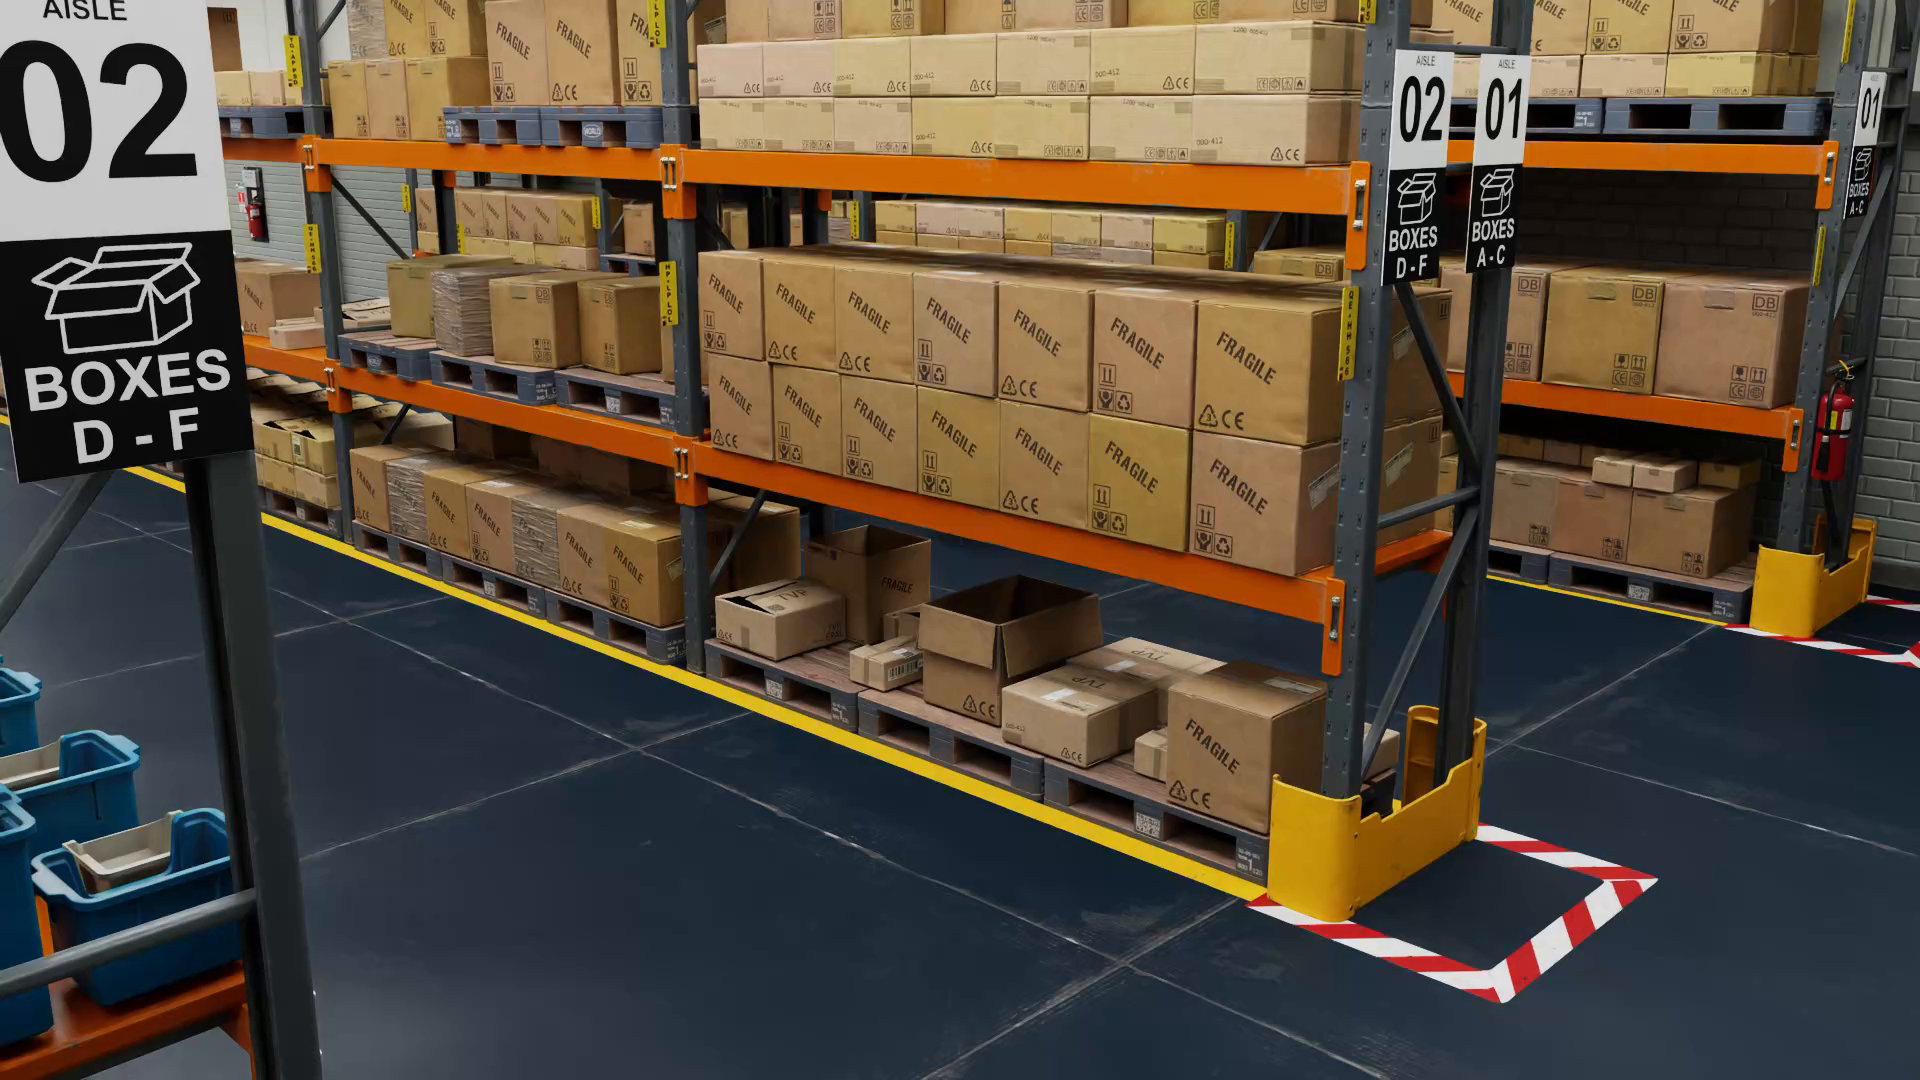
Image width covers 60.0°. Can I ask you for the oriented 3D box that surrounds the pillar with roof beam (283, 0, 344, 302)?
[{"bbox_3d":[-12.521,-7.015,21.008,0.400,9.000,9.100,14,20,42],"label":"pillar with roof beam"}]

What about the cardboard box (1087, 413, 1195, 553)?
[{"bbox_3d":[0.878,-0.276,6.846,0.500,0.500,0.500,14,20,43],"label":"cardboard box"}]

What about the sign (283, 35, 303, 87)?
[{"bbox_3d":[-4.385,-3.150,10.940,0.005,0.325,0.100,14,20,42],"label":"sign"}]

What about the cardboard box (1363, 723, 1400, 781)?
[{"bbox_3d":[1.702,0.922,7.226,0.250,0.149,0.380,14,20,42],"label":"cardboard box"}]

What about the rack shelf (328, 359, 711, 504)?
[{"bbox_3d":[-2.554,-0.811,10.522,4.000,0.370,1.077,14,20,42],"label":"rack shelf"}]

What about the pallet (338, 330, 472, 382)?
[{"bbox_3d":[-3.458,-1.310,11.392,1.003,0.211,1.213,14,20,42],"label":"pallet"}]

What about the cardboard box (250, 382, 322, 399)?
[{"bbox_3d":[-5.647,-1.157,13.930,0.500,0.311,0.500,14,20,42],"label":"cardboard box"}]

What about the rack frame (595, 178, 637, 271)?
[{"bbox_3d":[-3.438,-3.109,17.914,0.127,3.000,1.000,14,20,42],"label":"rack frame"}]

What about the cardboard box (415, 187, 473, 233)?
[{"bbox_3d":[-6.183,-3.971,19.993,0.500,0.500,0.500,14,20,42],"label":"cardboard box"}]

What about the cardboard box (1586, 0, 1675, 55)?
[{"bbox_3d":[4.131,-3.170,9.980,0.500,0.500,0.500,-14,20,-43],"label":"cardboard box"}]

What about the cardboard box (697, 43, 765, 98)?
[{"bbox_3d":[-0.937,-2.300,8.166,0.500,0.250,0.500,14,20,42],"label":"cardboard box"}]

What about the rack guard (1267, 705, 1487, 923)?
[{"bbox_3d":[1.710,1.087,6.767,0.348,0.500,1.175,14,20,42],"label":"rack guard"}]

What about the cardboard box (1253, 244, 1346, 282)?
[{"bbox_3d":[2.700,-1.756,12.127,0.700,0.700,0.980,14,20,43],"label":"cardboard box"}]

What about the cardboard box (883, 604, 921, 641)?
[{"bbox_3d":[-0.196,0.461,8.996,0.250,0.149,0.380,14,20,42],"label":"cardboard box"}]

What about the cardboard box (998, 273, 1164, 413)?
[{"bbox_3d":[0.513,-0.847,7.053,0.500,0.500,0.500,-14,20,-43],"label":"cardboard box"}]

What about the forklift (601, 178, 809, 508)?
[{"bbox_3d":[-2.135,-1.899,13.408,3.031,2.935,1.130,13,19,40],"label":"forklift"}]

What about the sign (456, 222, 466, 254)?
[{"bbox_3d":[-3.624,-2.131,12.023,0.005,0.325,0.100,14,20,42],"label":"sign"}]

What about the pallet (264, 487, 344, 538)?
[{"bbox_3d":[-4.560,-0.311,12.706,1.213,0.211,1.003,14,20,42],"label":"pallet"}]

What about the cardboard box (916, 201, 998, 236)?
[{"bbox_3d":[-0.023,-2.753,14.235,0.500,0.250,0.500,13,20,41],"label":"cardboard box"}]

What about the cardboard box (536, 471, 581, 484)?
[{"bbox_3d":[-2.404,-0.210,10.873,0.500,0.500,0.500,13,19,40],"label":"cardboard box"}]

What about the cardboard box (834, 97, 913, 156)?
[{"bbox_3d":[-0.220,-1.882,7.554,0.500,0.250,0.500,14,20,42],"label":"cardboard box"}]

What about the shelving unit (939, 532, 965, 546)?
[{"bbox_3d":[0.006,-0.434,11.813,0.210,0.900,0.258,14,20,42],"label":"shelving unit"}]

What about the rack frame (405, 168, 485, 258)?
[{"bbox_3d":[-6.318,-3.809,20.601,0.127,3.000,1.000,14,20,42],"label":"rack frame"}]

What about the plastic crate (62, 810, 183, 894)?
[{"bbox_3d":[-1.799,0.714,3.647,0.298,0.136,0.250,14,20,42],"label":"plastic crate"}]

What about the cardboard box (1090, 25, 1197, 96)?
[{"bbox_3d":[0.858,-1.861,6.482,0.500,0.250,0.500,14,20,42],"label":"cardboard box"}]

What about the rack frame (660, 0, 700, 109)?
[{"bbox_3d":[-1.115,-3.712,8.331,0.127,3.000,1.000,14,20,42],"label":"rack frame"}]

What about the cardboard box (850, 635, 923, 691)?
[{"bbox_3d":[-0.333,0.612,8.383,0.250,0.166,0.380,14,20,42],"label":"cardboard box"}]

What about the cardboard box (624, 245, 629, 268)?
[{"bbox_3d":[-3.628,-3.167,18.396,0.500,0.250,0.500,14,20,43],"label":"cardboard box"}]

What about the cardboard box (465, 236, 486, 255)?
[{"bbox_3d":[-5.440,-3.424,19.383,0.500,0.250,0.500,13,20,41],"label":"cardboard box"}]

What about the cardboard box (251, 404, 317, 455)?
[{"bbox_3d":[-5.282,-0.879,12.863,0.500,0.311,0.500,13,20,42],"label":"cardboard box"}]

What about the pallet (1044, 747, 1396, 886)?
[{"bbox_3d":[1.135,1.088,7.338,1.213,0.211,1.003,14,20,42],"label":"pallet"}]

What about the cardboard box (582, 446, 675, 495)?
[{"bbox_3d":[-2.014,-0.479,10.419,0.500,0.250,0.500,14,20,42],"label":"cardboard box"}]

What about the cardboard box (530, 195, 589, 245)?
[{"bbox_3d":[-4.356,-3.522,18.270,0.500,0.500,0.500,14,20,42],"label":"cardboard box"}]

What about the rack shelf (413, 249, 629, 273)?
[{"bbox_3d":[-4.878,-3.111,19.348,4.000,0.370,1.077,14,20,42],"label":"rack shelf"}]

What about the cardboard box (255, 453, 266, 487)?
[{"bbox_3d":[-5.276,-0.608,12.935,0.500,0.250,0.500,-14,20,-43],"label":"cardboard box"}]

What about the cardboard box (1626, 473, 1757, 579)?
[{"bbox_3d":[4.627,-0.107,10.517,0.500,0.500,0.700,14,20,42],"label":"cardboard box"}]

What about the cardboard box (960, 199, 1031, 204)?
[{"bbox_3d":[0.318,-2.850,14.606,0.500,0.250,0.500,13,19,40],"label":"cardboard box"}]

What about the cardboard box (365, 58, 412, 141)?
[{"bbox_3d":[-3.290,-2.849,10.771,0.500,0.500,0.910,14,20,42],"label":"cardboard box"}]

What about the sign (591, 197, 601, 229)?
[{"bbox_3d":[-3.809,-3.428,17.422,0.005,0.325,0.100,14,20,42],"label":"sign"}]

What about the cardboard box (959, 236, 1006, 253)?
[{"bbox_3d":[0.341,-2.299,13.978,0.500,0.500,0.500,14,20,42],"label":"cardboard box"}]

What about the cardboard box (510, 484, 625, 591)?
[{"bbox_3d":[-2.380,-0.022,10.154,0.500,0.500,0.500,14,20,43],"label":"cardboard box"}]

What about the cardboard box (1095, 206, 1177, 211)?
[{"bbox_3d":[1.425,-2.579,13.564,0.500,0.250,0.500,13,19,40],"label":"cardboard box"}]

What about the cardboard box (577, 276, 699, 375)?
[{"bbox_3d":[-1.840,-1.293,9.914,0.700,0.500,0.500,-11,18,-35],"label":"cardboard box"}]

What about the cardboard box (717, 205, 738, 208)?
[{"bbox_3d":[-2.698,-3.176,17.100,0.700,0.500,0.500,-12,19,-39],"label":"cardboard box"}]

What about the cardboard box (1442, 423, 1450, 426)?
[{"bbox_3d":[3.574,-0.746,11.684,0.250,0.149,0.380,14,20,43],"label":"cardboard box"}]

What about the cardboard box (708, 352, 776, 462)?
[{"bbox_3d":[-0.937,-0.719,8.543,0.500,0.500,0.500,-14,20,-43],"label":"cardboard box"}]

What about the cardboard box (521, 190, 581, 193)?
[{"bbox_3d":[-4.738,-3.797,19.327,0.500,0.500,0.500,14,20,43],"label":"cardboard box"}]

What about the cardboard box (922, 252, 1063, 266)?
[{"bbox_3d":[0.162,-1.122,8.109,0.500,0.500,0.500,14,20,43],"label":"cardboard box"}]

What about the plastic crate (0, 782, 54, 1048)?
[{"bbox_3d":[-2.047,0.719,3.036,0.499,0.435,0.616,14,20,42],"label":"plastic crate"}]

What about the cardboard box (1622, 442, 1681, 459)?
[{"bbox_3d":[4.491,-0.523,10.830,0.250,0.149,0.380,14,20,42],"label":"cardboard box"}]

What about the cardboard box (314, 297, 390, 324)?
[{"bbox_3d":[-4.504,-1.658,12.521,0.500,0.311,0.500,13,20,42],"label":"cardboard box"}]

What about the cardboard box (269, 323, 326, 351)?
[{"bbox_3d":[-4.833,-1.495,12.218,0.250,0.149,0.380,14,20,42],"label":"cardboard box"}]

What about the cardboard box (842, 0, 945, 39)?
[{"bbox_3d":[-0.112,-2.515,7.505,0.500,0.500,0.700,14,20,42],"label":"cardboard box"}]

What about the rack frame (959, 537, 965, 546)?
[{"bbox_3d":[0.079,-0.416,11.745,0.006,0.900,0.240,14,20,42],"label":"rack frame"}]

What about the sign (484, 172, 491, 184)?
[{"bbox_3d":[-5.918,-4.619,20.788,0.005,0.325,0.100,14,20,42],"label":"sign"}]

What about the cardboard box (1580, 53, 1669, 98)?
[{"bbox_3d":[4.114,-2.810,10.085,0.500,0.250,0.500,13,19,40],"label":"cardboard box"}]

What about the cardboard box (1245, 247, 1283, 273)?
[{"bbox_3d":[2.165,-2.037,12.973,0.500,0.500,0.500,13,19,40],"label":"cardboard box"}]

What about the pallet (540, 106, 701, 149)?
[{"bbox_3d":[-1.535,-2.296,9.220,1.003,0.211,1.213,14,20,42],"label":"pallet"}]

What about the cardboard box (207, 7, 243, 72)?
[{"bbox_3d":[-6.031,-3.944,13.146,0.500,0.500,0.500,-12,19,-39],"label":"cardboard box"}]
